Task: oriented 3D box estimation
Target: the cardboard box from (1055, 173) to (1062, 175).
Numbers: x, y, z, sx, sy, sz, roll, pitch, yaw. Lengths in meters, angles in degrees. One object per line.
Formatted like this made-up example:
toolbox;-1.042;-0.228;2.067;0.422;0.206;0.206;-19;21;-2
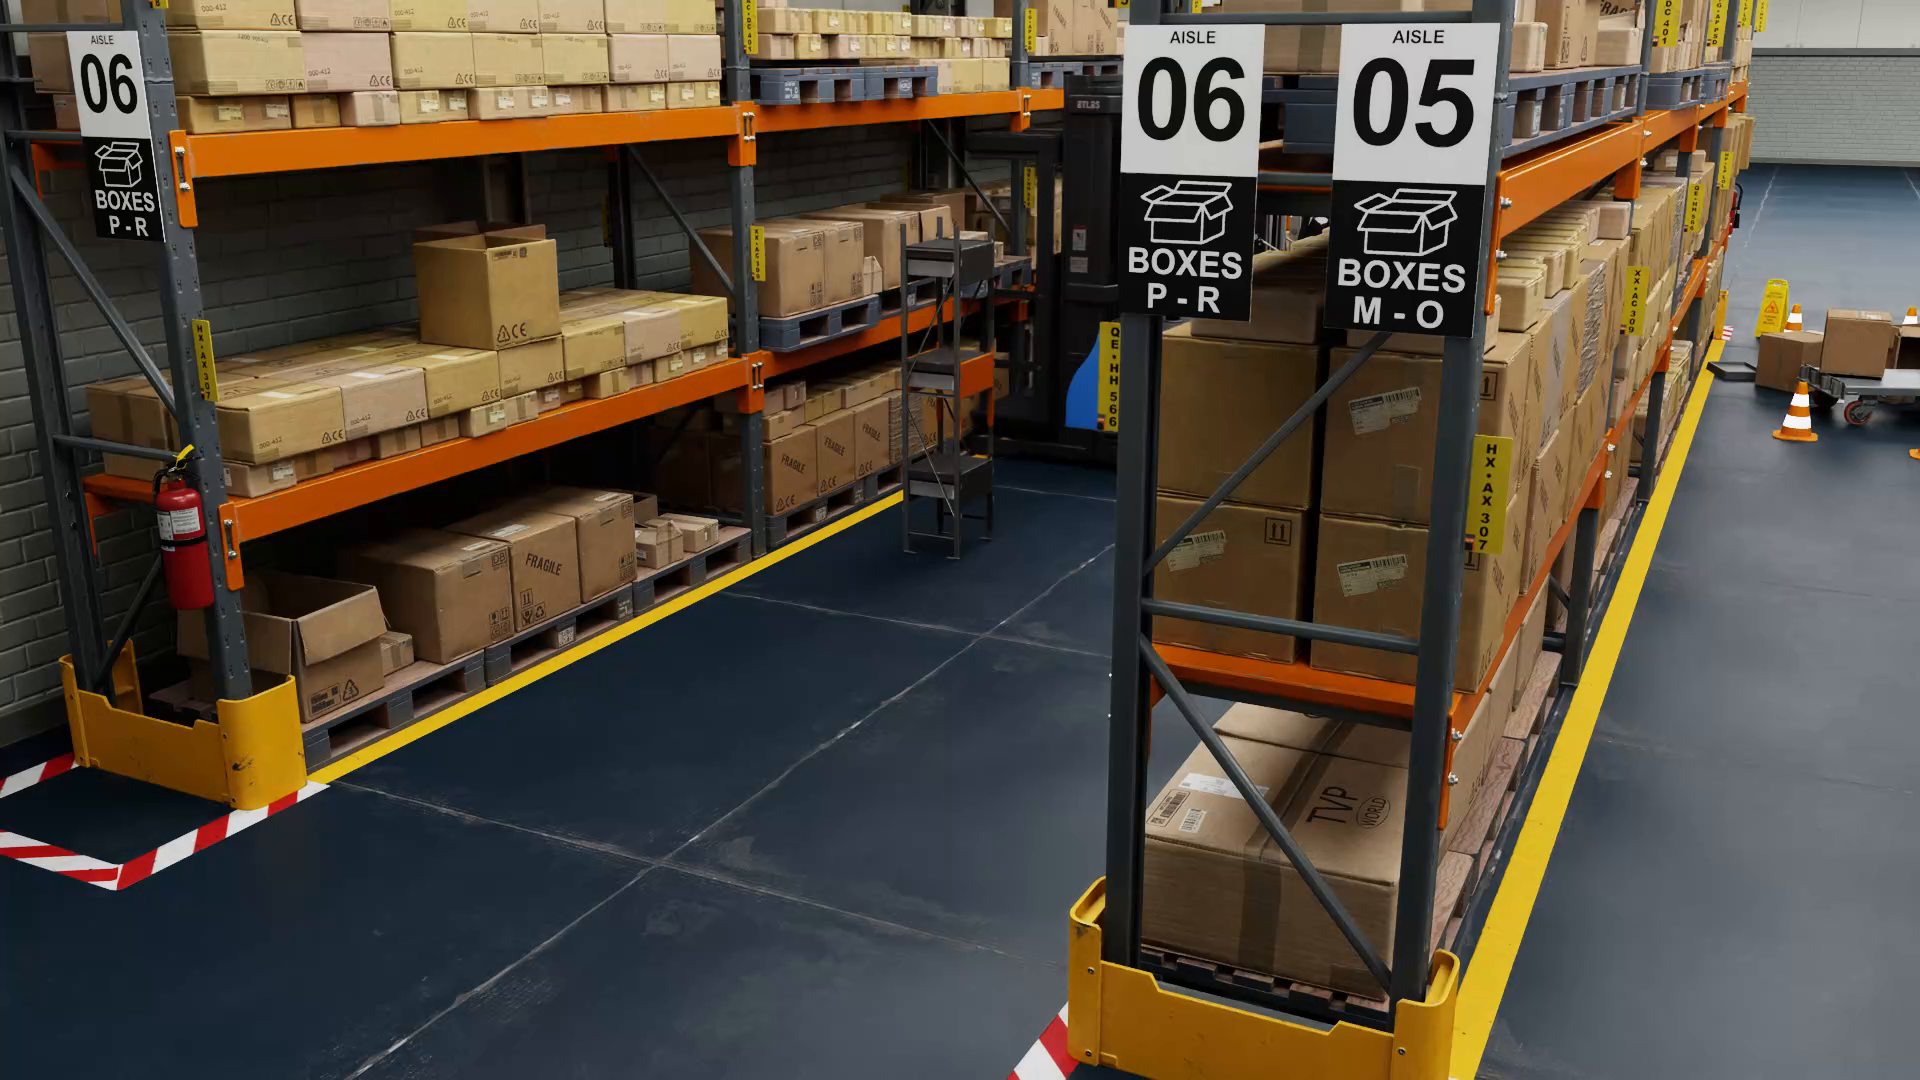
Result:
cardboard box;0.999;-3.471;16.127;0.380;0.149;0.250;8;18;25

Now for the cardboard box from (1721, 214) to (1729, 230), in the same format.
cardboard box;7.875;-3.362;17.517;0.380;0.149;0.250;8;19;26

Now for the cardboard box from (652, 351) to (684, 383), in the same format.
cardboard box;-1.826;-1.017;9.623;0.380;0.149;0.250;9;19;27

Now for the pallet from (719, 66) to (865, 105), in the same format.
pallet;-1.364;-2.894;10.563;1.213;0.211;1.003;8;18;25

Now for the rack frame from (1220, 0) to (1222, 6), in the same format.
rack frame;3.644;-7.322;19.871;1.000;3.000;0.127;8;18;25

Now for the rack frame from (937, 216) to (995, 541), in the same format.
rack frame;0.035;-1.027;10.793;0.400;2.100;0.015;8;18;25

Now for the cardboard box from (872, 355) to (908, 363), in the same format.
cardboard box;-0.445;-1.304;12.661;0.380;0.149;0.250;8;18;25

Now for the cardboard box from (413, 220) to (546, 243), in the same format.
cardboard box;-2.621;-1.474;9.143;0.500;0.500;0.500;8;18;24

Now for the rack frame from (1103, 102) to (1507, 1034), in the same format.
rack frame;0.937;0.260;4.881;1.000;3.000;0.127;8;18;25

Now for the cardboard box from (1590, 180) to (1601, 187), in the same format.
cardboard box;3.860;-2.083;10.837;0.500;0.500;0.500;8;18;26

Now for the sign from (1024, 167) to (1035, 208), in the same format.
sign;0.559;-2.859;13.487;0.100;0.325;0.005;8;18;25

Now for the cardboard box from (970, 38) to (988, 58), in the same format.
cardboard box;-0.007;-3.781;12.781;0.380;0.149;0.250;8;18;24

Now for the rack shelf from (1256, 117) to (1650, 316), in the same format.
rack shelf;1.831;-1.343;6.271;1.077;0.370;4.000;8;18;25

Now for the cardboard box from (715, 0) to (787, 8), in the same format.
cardboard box;-1.271;-3.330;9.976;0.396;0.266;0.258;8;18;25

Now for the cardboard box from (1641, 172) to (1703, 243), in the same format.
cardboard box;5.608;-2.651;13.246;0.500;0.500;0.500;7;18;23

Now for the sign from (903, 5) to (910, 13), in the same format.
sign;-0.423;-4.205;13.597;0.100;0.325;0.005;8;18;25

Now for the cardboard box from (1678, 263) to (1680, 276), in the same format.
cardboard box;5.143;-2.049;12.360;0.380;0.149;0.250;7;18;22

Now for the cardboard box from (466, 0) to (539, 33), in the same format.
cardboard box;-2.407;-2.588;8.064;0.500;0.250;0.500;9;19;27

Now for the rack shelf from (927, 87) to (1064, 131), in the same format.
rack shelf;0.963;-4.011;15.255;1.077;0.370;4.000;8;18;25

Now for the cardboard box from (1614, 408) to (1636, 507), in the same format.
cardboard box;4.129;-0.795;11.428;0.875;0.875;0.875;8;18;25

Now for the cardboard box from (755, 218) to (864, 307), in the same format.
cardboard box;-1.070;-1.865;11.123;0.700;0.500;0.500;8;18;26

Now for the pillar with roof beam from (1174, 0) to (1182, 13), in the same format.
pillar with roof beam;6.378;-6.712;17.816;9.100;9.000;0.400;8;18;25

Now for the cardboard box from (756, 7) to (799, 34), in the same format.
cardboard box;-1.192;-3.119;9.995;0.380;0.149;0.250;9;19;27

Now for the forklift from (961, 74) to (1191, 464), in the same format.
forklift;0.650;-2.177;13.206;3.031;2.935;1.130;8;19;26

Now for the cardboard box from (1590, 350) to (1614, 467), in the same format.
cardboard box;2.746;-0.656;7.790;0.500;0.500;0.500;8;18;26

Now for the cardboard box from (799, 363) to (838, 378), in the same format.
cardboard box;-1.131;-1.230;12.409;0.380;0.149;0.250;7;18;23

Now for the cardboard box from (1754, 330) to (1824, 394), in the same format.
cardboard box;7.995;-1.699;15.864;0.500;0.500;0.500;-7;18;-22

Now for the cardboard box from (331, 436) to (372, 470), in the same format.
cardboard box;-2.954;-0.441;7.682;0.380;0.149;0.250;8;18;25

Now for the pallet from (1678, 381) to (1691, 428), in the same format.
pallet;5.953;-1.261;14.901;1.003;0.211;1.213;8;18;25

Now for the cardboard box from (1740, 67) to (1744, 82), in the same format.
cardboard box;7.531;-4.610;16.449;0.380;0.149;0.250;8;18;25

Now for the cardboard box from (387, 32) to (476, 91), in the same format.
cardboard box;-2.614;-2.218;7.698;0.500;0.250;0.500;8;18;24

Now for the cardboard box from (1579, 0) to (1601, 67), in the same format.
cardboard box;2.151;-2.148;6.625;0.797;0.503;0.637;10;19;30

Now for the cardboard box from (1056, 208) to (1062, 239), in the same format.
cardboard box;0.711;-2.785;14.520;0.500;0.250;0.500;9;19;27

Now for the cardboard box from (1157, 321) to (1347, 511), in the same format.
cardboard box;0.940;-0.420;5.240;0.500;0.500;0.500;9;19;27

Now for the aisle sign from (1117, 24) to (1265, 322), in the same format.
aisle sign;0.628;-1.007;4.582;0.394;0.787;0.004;8;18;25

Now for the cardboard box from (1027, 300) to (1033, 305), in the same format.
cardboard box;0.946;-1.967;15.813;0.875;0.625;0.625;7;18;23

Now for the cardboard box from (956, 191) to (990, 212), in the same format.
cardboard box;0.034;-2.876;14.124;0.380;0.149;0.250;9;19;27

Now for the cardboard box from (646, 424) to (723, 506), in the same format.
cardboard box;-1.763;-0.555;11.278;0.500;0.500;0.500;8;18;25

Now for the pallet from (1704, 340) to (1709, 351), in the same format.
pallet;7.658;-2.257;18.253;1.003;0.211;1.213;8;18;25

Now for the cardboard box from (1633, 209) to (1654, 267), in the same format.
cardboard box;3.381;-1.495;8.857;0.500;0.500;0.500;8;18;25

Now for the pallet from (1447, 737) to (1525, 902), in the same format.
pallet;1.771;1.073;7.040;1.003;0.211;1.213;8;18;25

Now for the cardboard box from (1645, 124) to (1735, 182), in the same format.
cardboard box;6.690;-3.551;15.257;0.700;0.500;0.500;8;18;25

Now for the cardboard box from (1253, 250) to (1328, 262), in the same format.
cardboard box;1.200;-0.898;5.709;0.380;0.149;0.250;9;19;27

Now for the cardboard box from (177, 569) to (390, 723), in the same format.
cardboard box;-3.147;0.481;7.784;0.797;0.503;0.637;7;18;23

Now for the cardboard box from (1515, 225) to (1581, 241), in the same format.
cardboard box;2.244;-1.161;6.593;0.380;0.149;0.250;8;18;24

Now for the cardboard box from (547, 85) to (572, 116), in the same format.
cardboard box;-2.221;-2.257;8.529;0.380;0.149;0.250;8;18;26

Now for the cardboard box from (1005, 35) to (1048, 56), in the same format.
cardboard box;0.497;-4.034;13.566;0.380;0.166;0.250;8;18;25

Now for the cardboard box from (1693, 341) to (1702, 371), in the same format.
cardboard box;6.804;-1.796;15.894;0.500;0.250;0.500;7;18;23

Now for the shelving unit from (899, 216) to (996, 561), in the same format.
shelving unit;-0.074;-0.964;10.583;0.431;2.100;0.503;8;18;25

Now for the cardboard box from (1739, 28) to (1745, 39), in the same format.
cardboard box;7.089;-4.735;15.469;0.380;0.149;0.250;8;18;25

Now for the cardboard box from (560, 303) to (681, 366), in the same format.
cardboard box;-1.938;-1.170;9.436;0.500;0.250;0.500;8;18;26

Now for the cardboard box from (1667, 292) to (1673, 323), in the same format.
cardboard box;4.518;-1.544;11.218;0.500;0.250;0.500;7;18;23
